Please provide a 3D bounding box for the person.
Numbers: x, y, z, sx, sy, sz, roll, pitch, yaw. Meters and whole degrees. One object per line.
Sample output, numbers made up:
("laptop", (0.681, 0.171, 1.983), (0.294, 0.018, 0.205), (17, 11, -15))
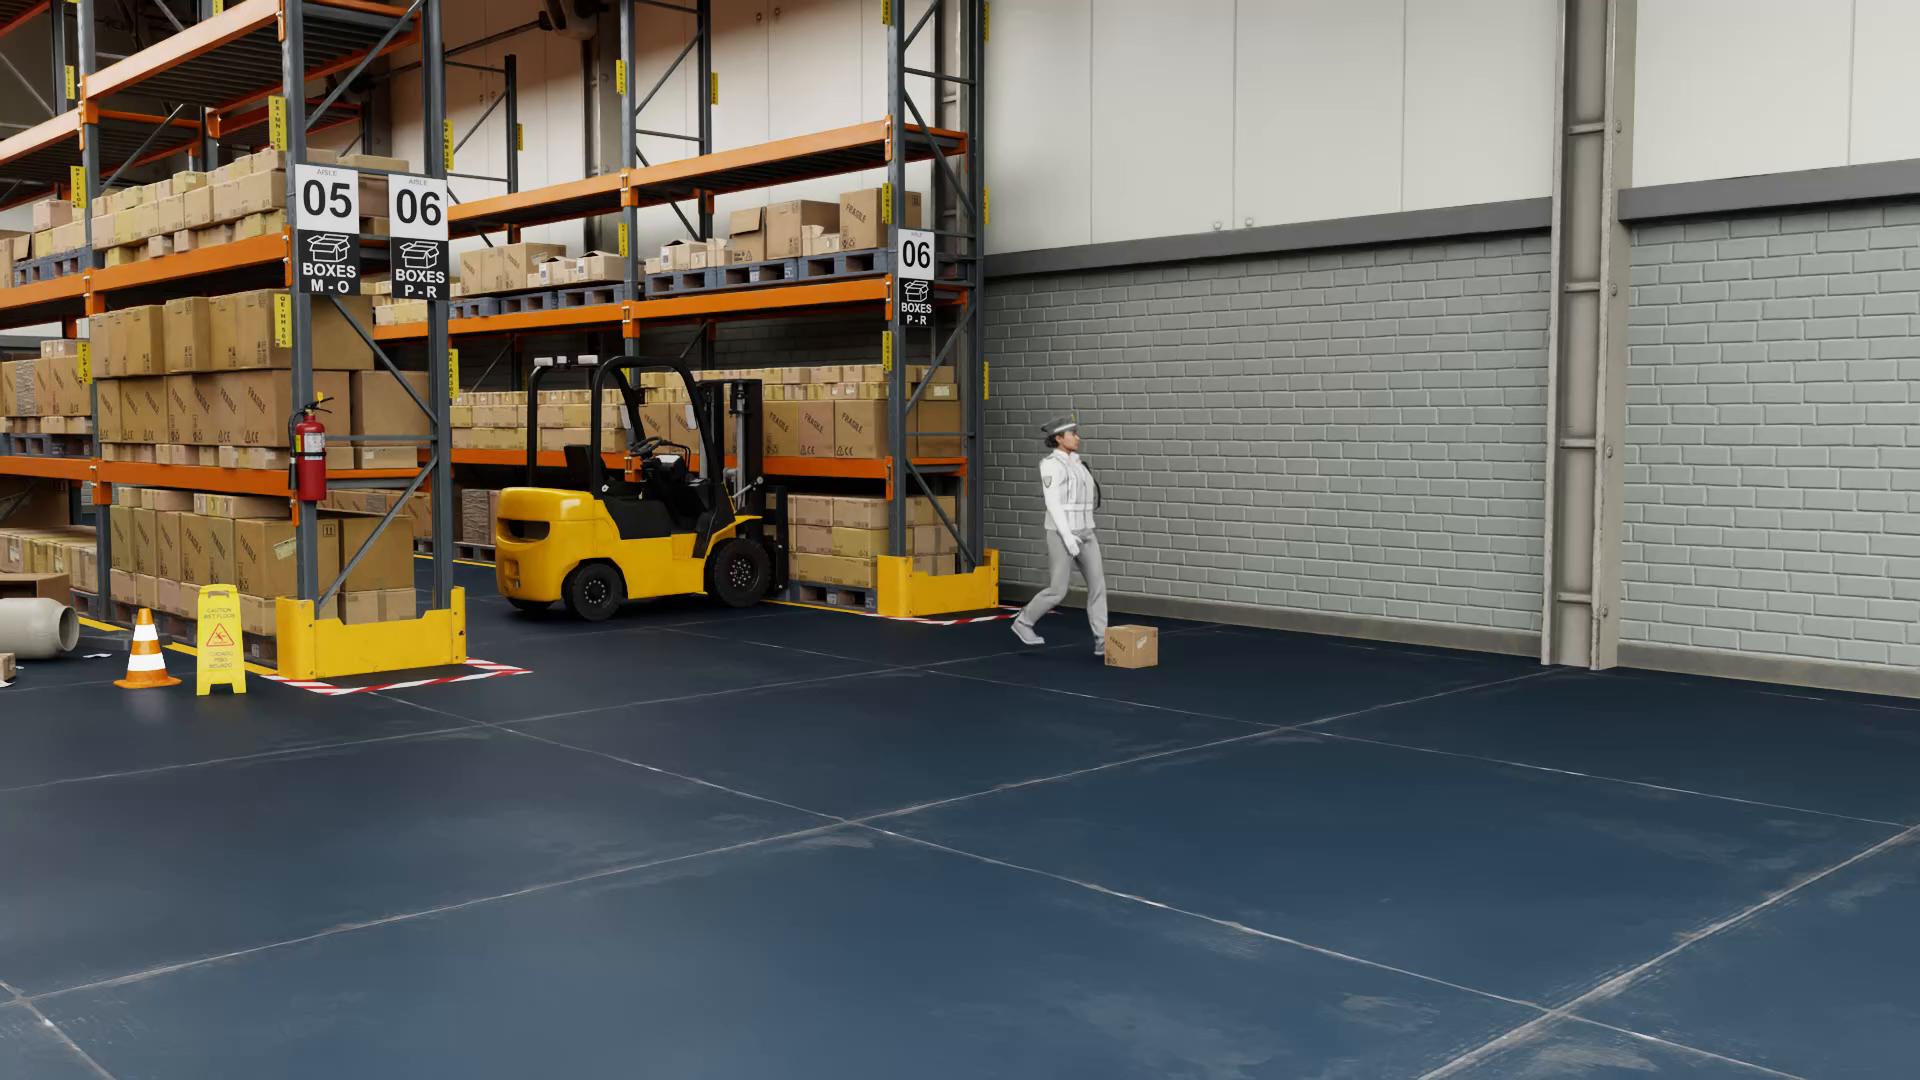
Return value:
("person", (0.773, -0.041, 11.343), (0.843, 1.657, 0.496), (3, 5, 40))
